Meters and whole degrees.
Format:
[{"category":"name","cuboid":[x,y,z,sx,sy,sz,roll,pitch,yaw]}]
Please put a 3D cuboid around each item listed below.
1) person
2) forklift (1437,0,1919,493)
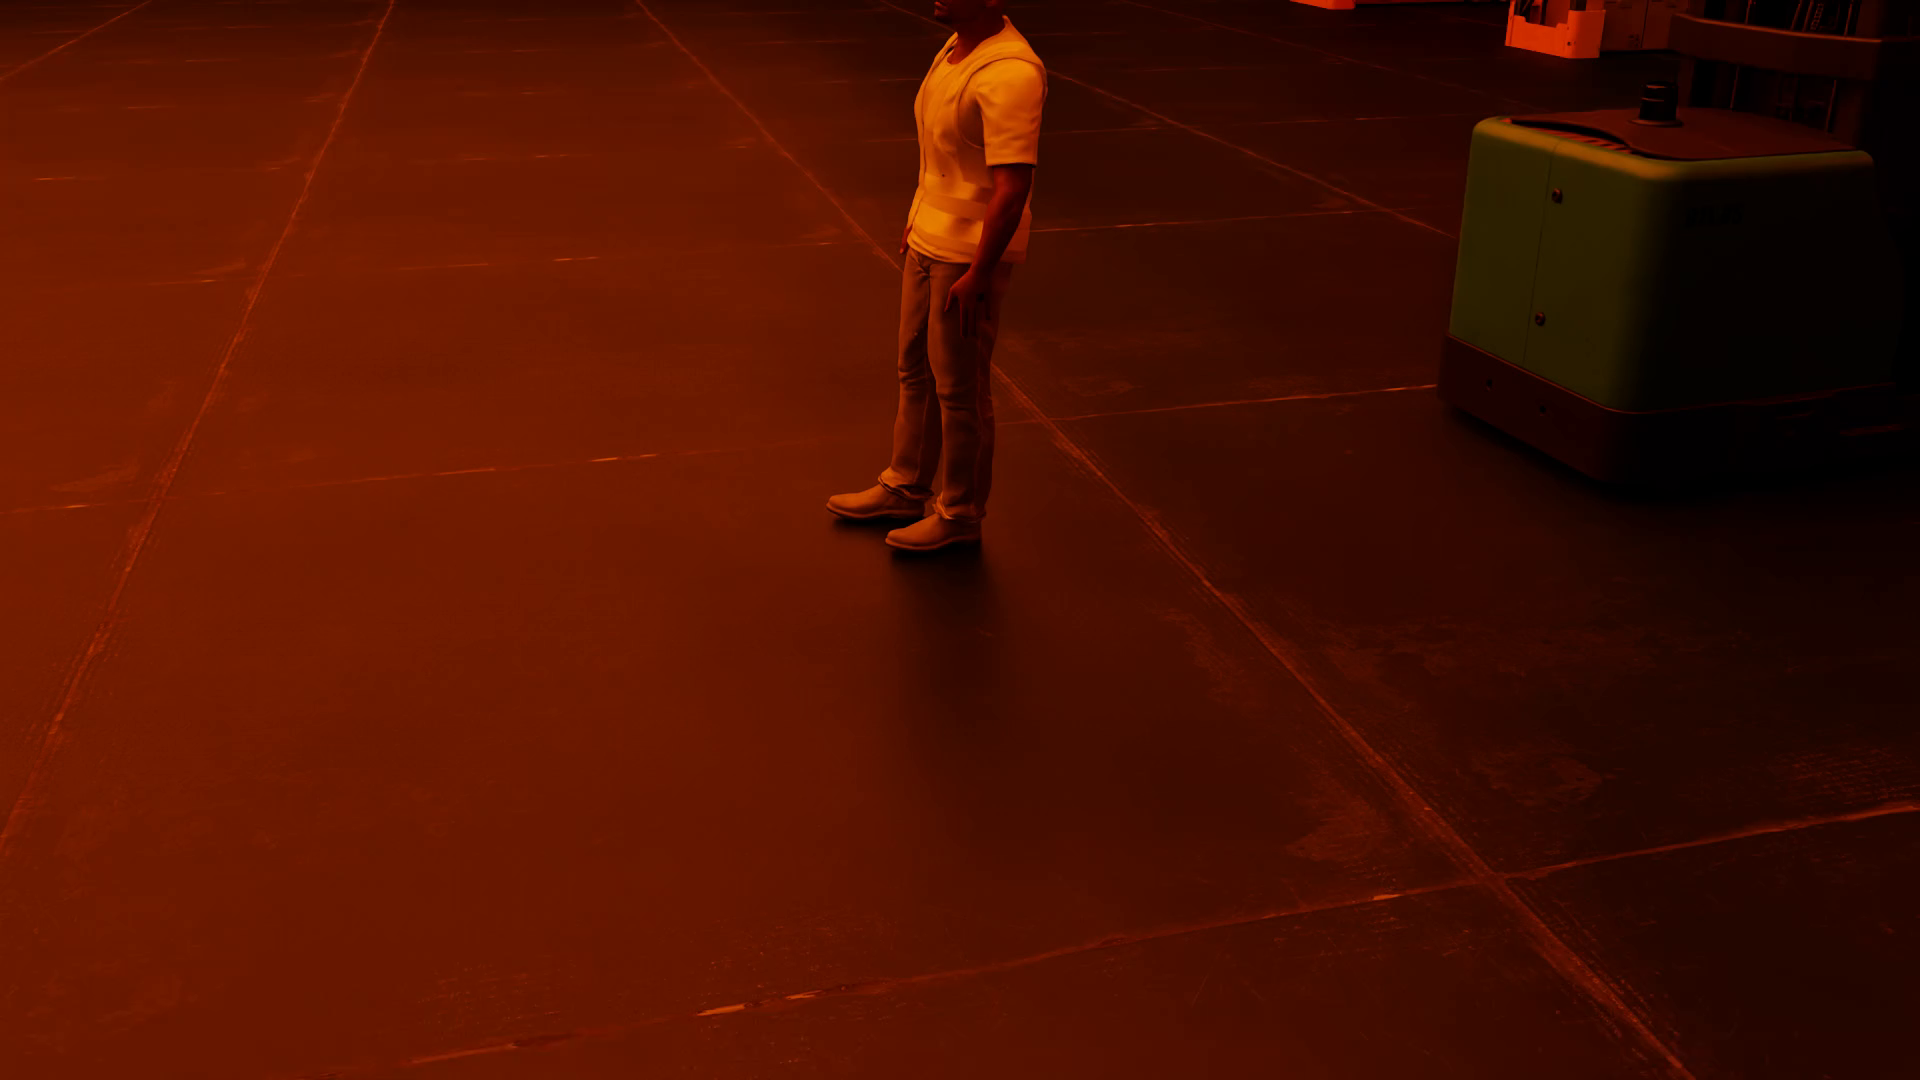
[{"category":"person","cuboid":[-0.069,-0.814,4.692,0.575,1.768,0.666,-6,24,-14]},{"category":"forklift","cuboid":[3.329,-1.826,5.601,3.031,2.935,1.130,-7,24,-17]}]
